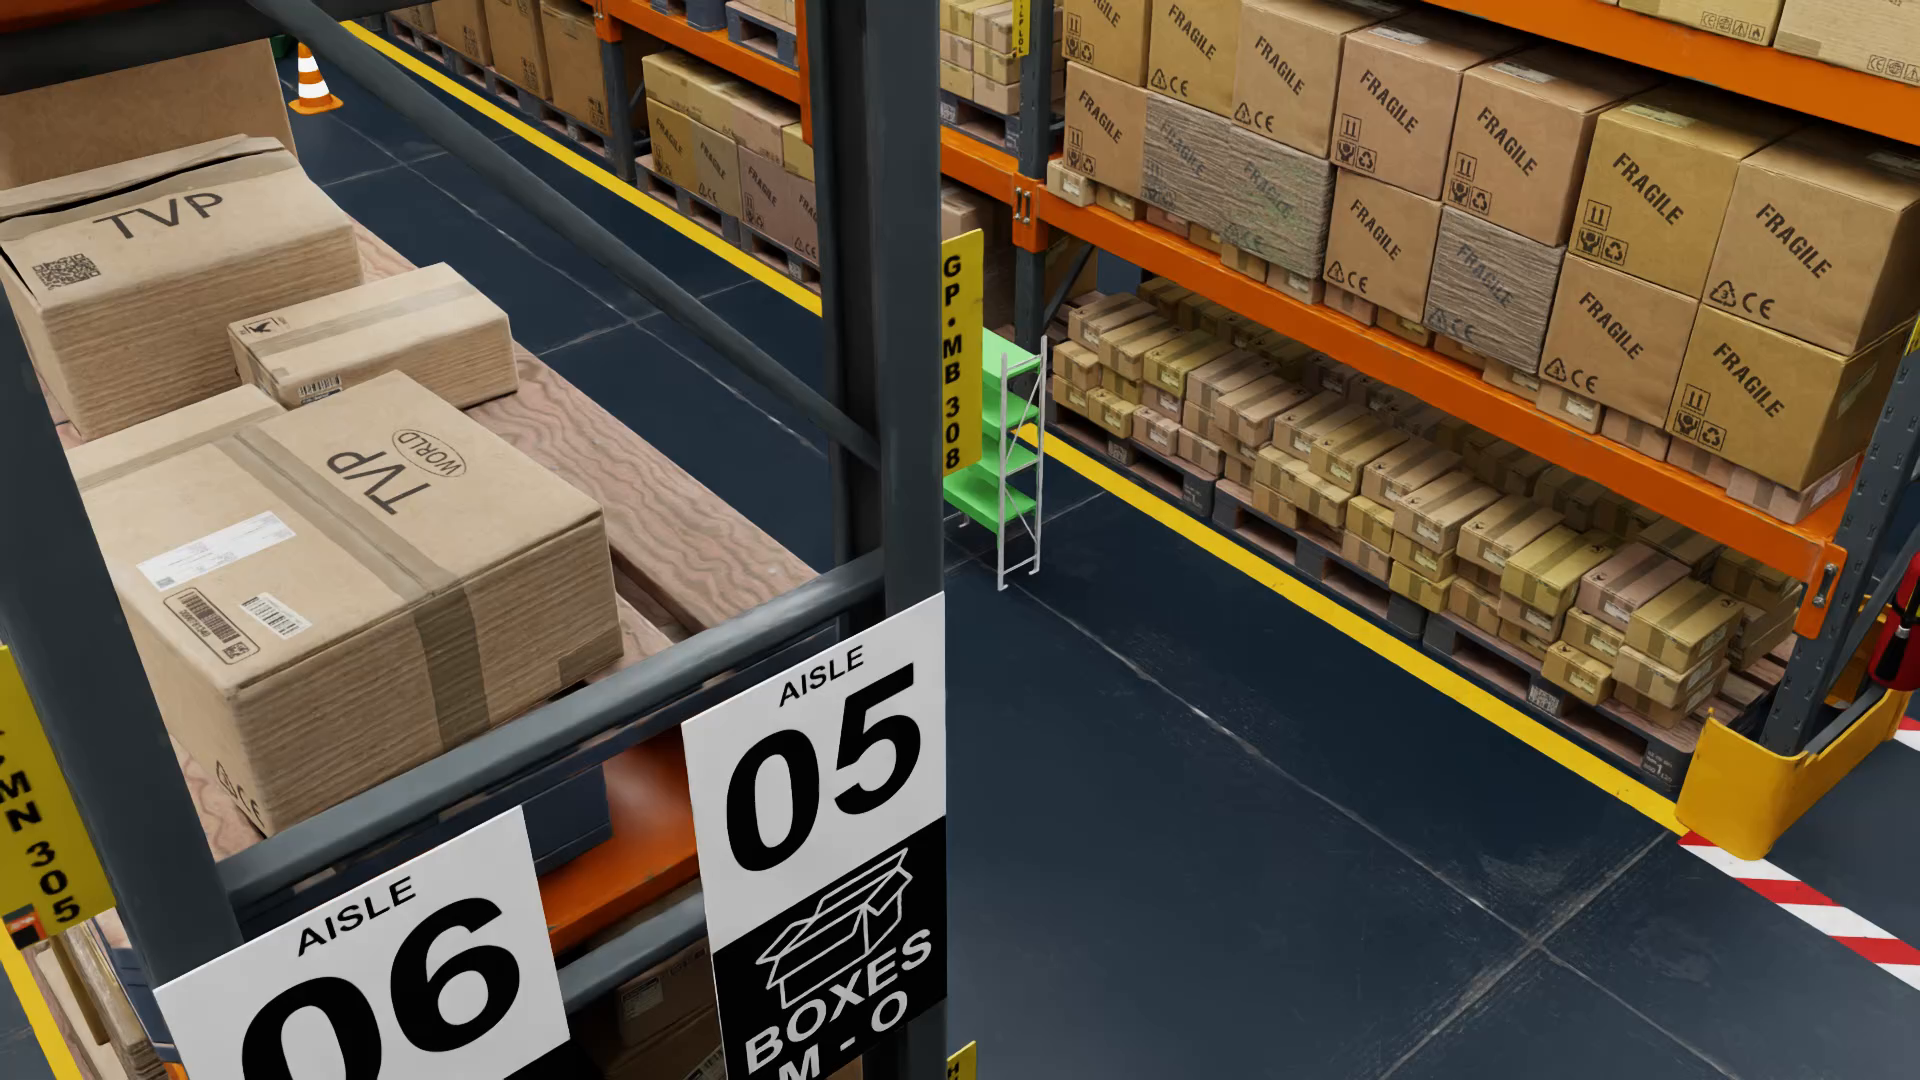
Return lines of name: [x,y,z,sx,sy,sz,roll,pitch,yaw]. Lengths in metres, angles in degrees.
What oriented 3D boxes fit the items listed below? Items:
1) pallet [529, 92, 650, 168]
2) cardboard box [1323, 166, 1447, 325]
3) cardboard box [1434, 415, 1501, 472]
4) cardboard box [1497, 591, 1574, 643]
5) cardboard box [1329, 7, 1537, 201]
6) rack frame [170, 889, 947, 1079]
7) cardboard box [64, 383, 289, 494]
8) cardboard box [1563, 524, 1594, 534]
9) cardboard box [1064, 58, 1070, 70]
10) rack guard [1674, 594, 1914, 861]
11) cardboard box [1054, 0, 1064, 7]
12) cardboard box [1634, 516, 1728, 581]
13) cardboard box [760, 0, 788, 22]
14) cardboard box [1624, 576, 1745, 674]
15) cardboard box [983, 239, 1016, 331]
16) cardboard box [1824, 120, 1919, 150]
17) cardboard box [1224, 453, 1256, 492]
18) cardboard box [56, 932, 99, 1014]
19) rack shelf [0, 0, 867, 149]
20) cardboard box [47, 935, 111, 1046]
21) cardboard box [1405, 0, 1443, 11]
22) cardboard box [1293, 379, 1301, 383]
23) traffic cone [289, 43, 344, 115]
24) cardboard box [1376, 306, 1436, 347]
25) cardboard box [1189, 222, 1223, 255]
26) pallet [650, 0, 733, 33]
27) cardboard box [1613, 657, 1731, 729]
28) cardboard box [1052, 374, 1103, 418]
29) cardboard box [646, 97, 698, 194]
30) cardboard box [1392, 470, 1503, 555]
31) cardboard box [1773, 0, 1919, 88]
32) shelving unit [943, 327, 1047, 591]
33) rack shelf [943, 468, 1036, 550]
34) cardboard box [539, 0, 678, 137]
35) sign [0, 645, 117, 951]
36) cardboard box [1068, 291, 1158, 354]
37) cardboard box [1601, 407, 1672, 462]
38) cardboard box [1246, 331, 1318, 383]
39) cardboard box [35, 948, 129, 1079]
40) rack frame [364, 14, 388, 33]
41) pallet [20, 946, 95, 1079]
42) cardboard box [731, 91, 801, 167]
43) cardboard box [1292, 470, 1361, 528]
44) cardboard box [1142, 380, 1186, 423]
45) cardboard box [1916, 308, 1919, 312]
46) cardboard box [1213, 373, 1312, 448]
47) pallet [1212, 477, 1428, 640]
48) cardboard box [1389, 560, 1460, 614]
pallet: [-2.337,-3.063,11.892,1.003,0.211,1.213,-26,43,-32]
cardboard box: [1.813,-1.231,6.549,0.500,0.500,0.500,-24,42,-30]
cardboard box: [2.334,-0.475,7.414,0.380,0.149,0.250,-25,42,-31]
cardboard box: [2.381,0.223,6.686,0.380,0.149,0.250,-28,44,-33]
cardboard box: [1.778,-1.654,6.282,0.500,0.500,0.500,-28,44,-33]
rack frame: [-0.439,1.598,2.898,1.000,3.000,0.127,-26,43,-32]
cardboard box: [-1.130,-0.056,2.406,0.380,0.149,0.250,-30,45,-35]
cardboard box: [2.693,-0.120,7.170,0.380,0.149,0.250,-25,42,-30]
cardboard box: [0.609,-2.593,8.670,0.380,0.149,0.250,-25,42,-31]
rack guard: [3.228,0.694,6.338,1.175,0.500,0.348,-26,43,-32]
cardboard box: [0.608,-2.837,8.499,0.380,0.149,0.250,-25,42,-31]
cardboard box: [2.928,0.022,6.713,0.380,0.149,0.250,-25,42,-31]
cardboard box: [-0.894,-3.036,9.296,0.380,0.149,0.250,-25,43,-31]
cardboard box: [2.742,0.317,6.295,0.380,0.149,0.250,-25,43,-31]
cardboard box: [0.025,-1.443,8.991,0.500,0.500,0.500,-27,43,-33]
cardboard box: [3.190,-1.160,5.584,0.500,0.500,0.500,-26,43,-32]
cardboard box: [1.459,-0.379,7.793,0.380,0.149,0.250,-28,44,-34]
cardboard box: [-1.609,0.586,3.376,0.500,0.500,0.500,-26,43,-32]
rack shelf: [-1.730,-1.276,2.735,1.077,0.370,4.000,-26,43,-32]
cardboard box: [-1.948,0.769,3.982,0.500,0.500,0.500,-25,42,-30]
cardboard box: [1.863,-2.065,6.861,0.500,0.500,0.500,-25,42,-31]
cardboard box: [1.599,-0.794,8.121,0.380,0.149,0.250,-26,43,-31]
traffic cone: [-4.755,-3.400,12.151,0.336,0.463,0.334,-26,43,-32]
cardboard box: [1.903,-0.941,6.701,0.380,0.149,0.250,-25,42,-31]
cardboard box: [1.235,-1.402,7.352,0.380,0.149,0.250,-28,44,-34]
pallet: [-1.345,-3.472,10.222,1.213,0.211,1.003,-26,43,-32]
cardboard box: [2.778,0.545,6.489,0.380,0.149,0.250,-25,42,-31]
cardboard box: [0.685,-0.786,8.368,0.380,0.149,0.250,-28,44,-34]
cardboard box: [-1.624,-2.569,10.581,0.500,0.500,0.500,-28,44,-34]
cardboard box: [2.025,-0.118,6.909,0.380,0.149,0.250,-24,42,-30]
cardboard box: [2.781,-1.558,4.889,0.500,0.250,0.500,-27,43,-33]
shelving unit: [0.107,-0.417,7.300,0.258,1.200,0.503,-26,43,-32]
rack shelf: [0.107,-0.169,7.476,0.258,0.148,0.480,-26,43,-32]
cardboard box: [-2.210,-3.380,11.511,1.050,0.750,0.750,-27,43,-32]
sign: [-0.863,0.241,1.521,0.100,0.325,0.005,-26,43,-32]
cardboard box: [0.760,-1.080,8.268,0.380,0.149,0.250,-24,42,-30]
cardboard box: [2.545,-0.458,6.018,0.380,0.149,0.250,-26,43,-32]
cardboard box: [1.593,-0.901,8.015,0.380,0.149,0.250,-25,42,-30]
cardboard box: [-2.119,1.419,5.005,0.875,0.438,0.875,-27,44,-33]
rack frame: [-4.467,-5.591,13.049,1.000,3.000,0.127,-26,43,-32]
pallet: [-2.590,1.335,5.682,1.003,0.211,1.213,-26,43,-32]
cardboard box: [-0.989,-2.440,9.751,0.500,0.250,0.500,-26,43,-31]
cardboard box: [1.687,-0.233,7.329,0.380,0.149,0.250,-26,43,-31]
cardboard box: [1.102,-0.736,8.040,0.380,0.149,0.250,-26,43,-32]
cardboard box: [3.198,-0.756,5.878,0.500,0.500,0.500,-24,42,-30]
cardboard box: [1.380,-0.594,7.581,0.380,0.149,0.250,-25,42,-31]
pallet: [1.947,-0.099,7.706,1.003,0.211,1.213,-26,43,-32]
cardboard box: [2.048,0.127,7.079,0.380,0.149,0.250,-28,44,-34]
